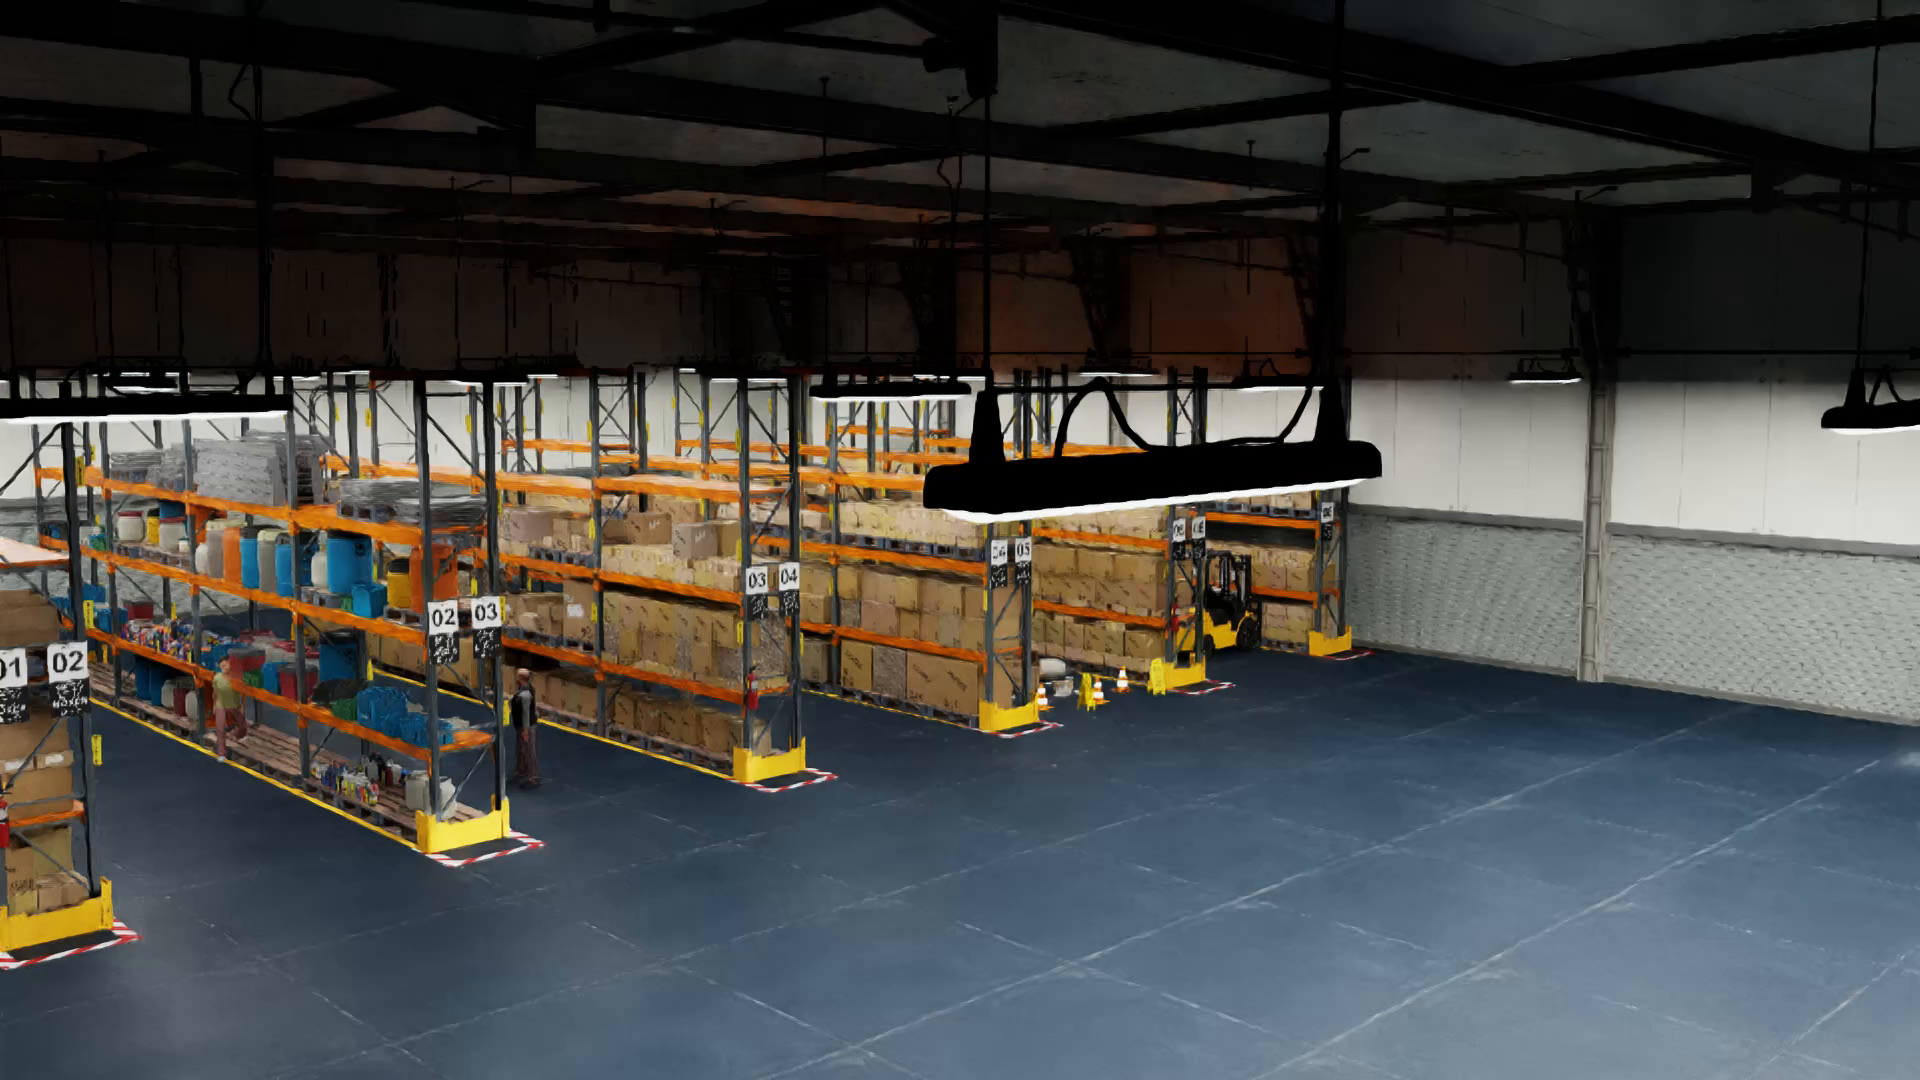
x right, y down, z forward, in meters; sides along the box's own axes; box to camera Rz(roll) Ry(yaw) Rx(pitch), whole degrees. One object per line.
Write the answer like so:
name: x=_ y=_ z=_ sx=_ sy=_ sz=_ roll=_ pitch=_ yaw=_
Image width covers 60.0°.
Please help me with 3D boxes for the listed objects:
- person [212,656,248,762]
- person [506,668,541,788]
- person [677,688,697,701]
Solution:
person: x=-11.405 y=2.596 z=25.966 sx=0.499 sy=1.620 sz=0.963 roll=-3 pitch=7 yaw=-23
person: x=-6.390 y=2.729 z=24.260 sx=0.494 sy=1.725 sz=0.578 roll=-2 pitch=7 yaw=-14
person: x=-4.837 y=2.161 z=29.373 sx=0.586 sy=1.724 sz=0.461 roll=2 pitch=7 yaw=19
